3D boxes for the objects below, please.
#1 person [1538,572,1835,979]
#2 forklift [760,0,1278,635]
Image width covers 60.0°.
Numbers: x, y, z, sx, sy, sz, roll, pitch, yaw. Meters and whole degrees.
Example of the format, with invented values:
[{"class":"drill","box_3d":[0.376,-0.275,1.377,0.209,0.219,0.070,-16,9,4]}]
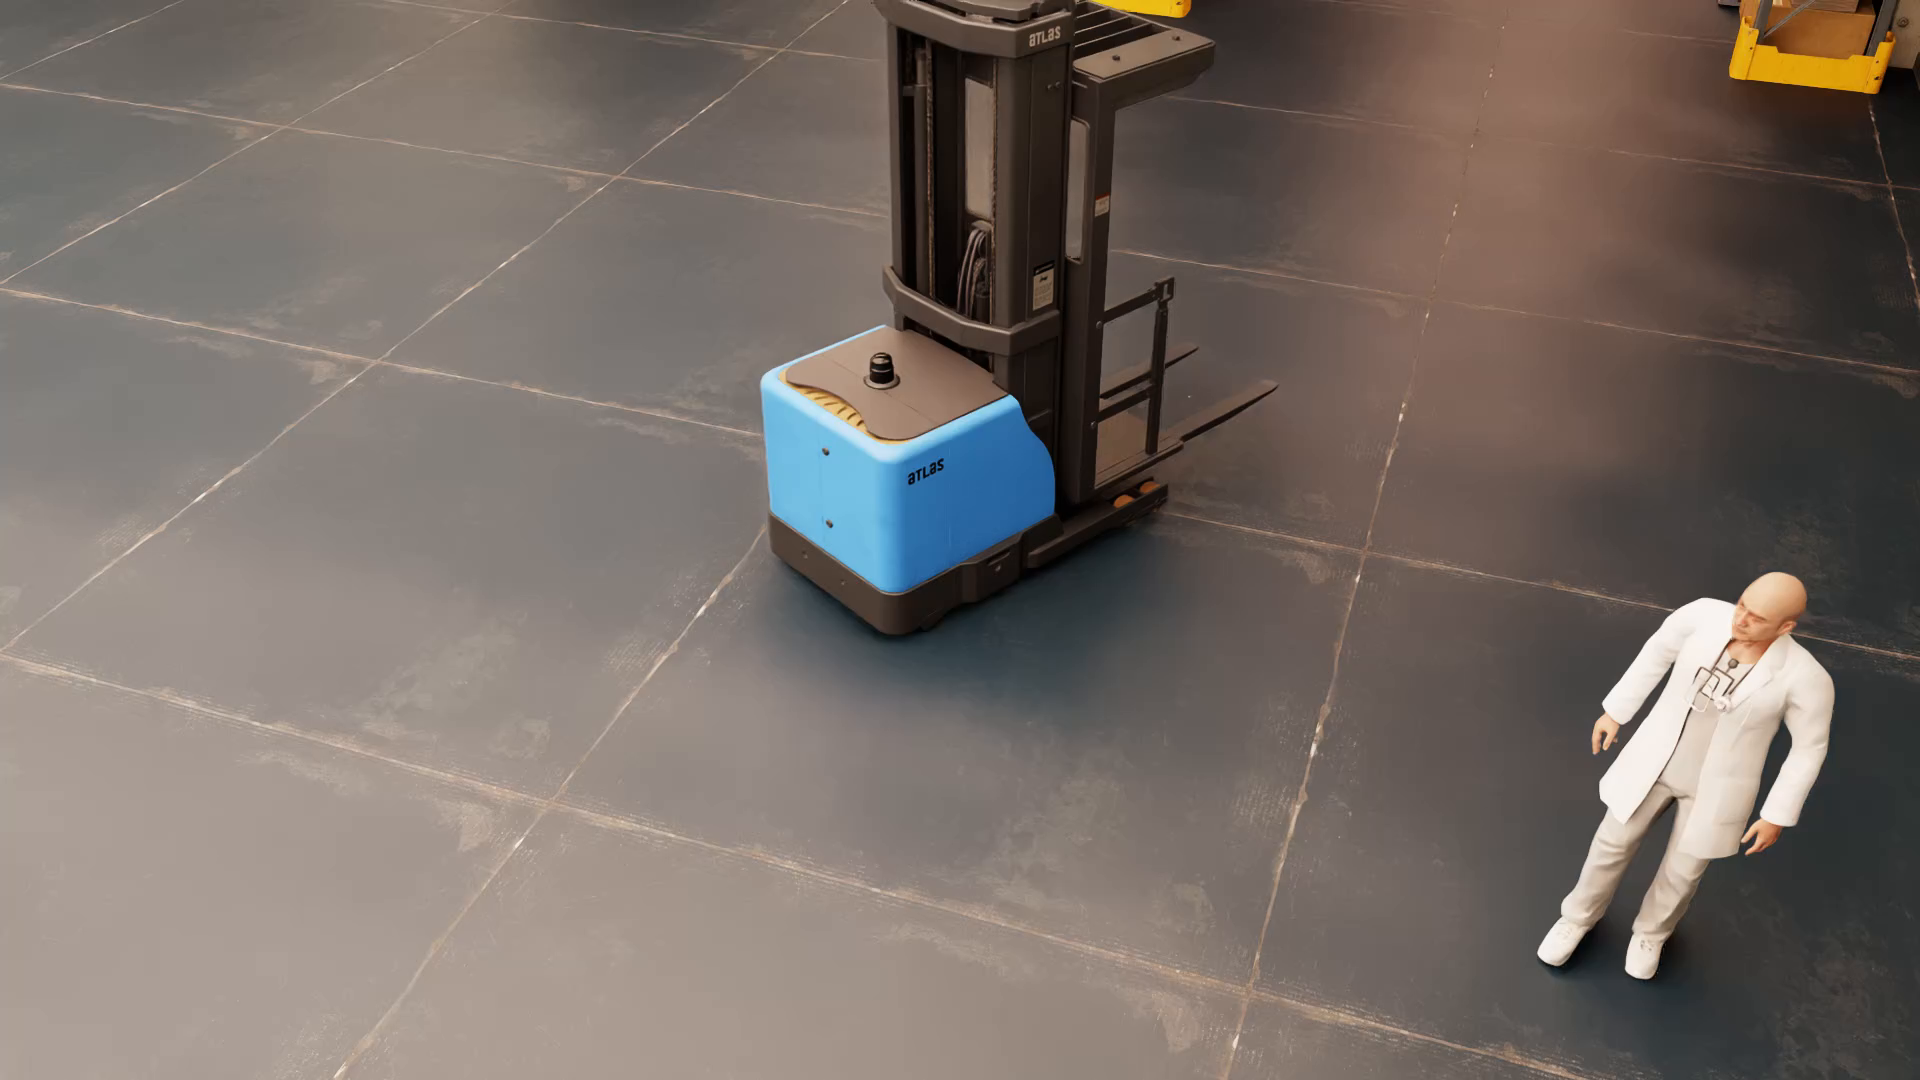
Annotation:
[{"class":"person","box_3d":[2.555,0.867,5.885,0.749,1.778,0.561,29,45,35]},{"class":"forklift","box_3d":[0.469,-1.468,8.182,3.031,2.935,1.130,-27,43,-33]}]
